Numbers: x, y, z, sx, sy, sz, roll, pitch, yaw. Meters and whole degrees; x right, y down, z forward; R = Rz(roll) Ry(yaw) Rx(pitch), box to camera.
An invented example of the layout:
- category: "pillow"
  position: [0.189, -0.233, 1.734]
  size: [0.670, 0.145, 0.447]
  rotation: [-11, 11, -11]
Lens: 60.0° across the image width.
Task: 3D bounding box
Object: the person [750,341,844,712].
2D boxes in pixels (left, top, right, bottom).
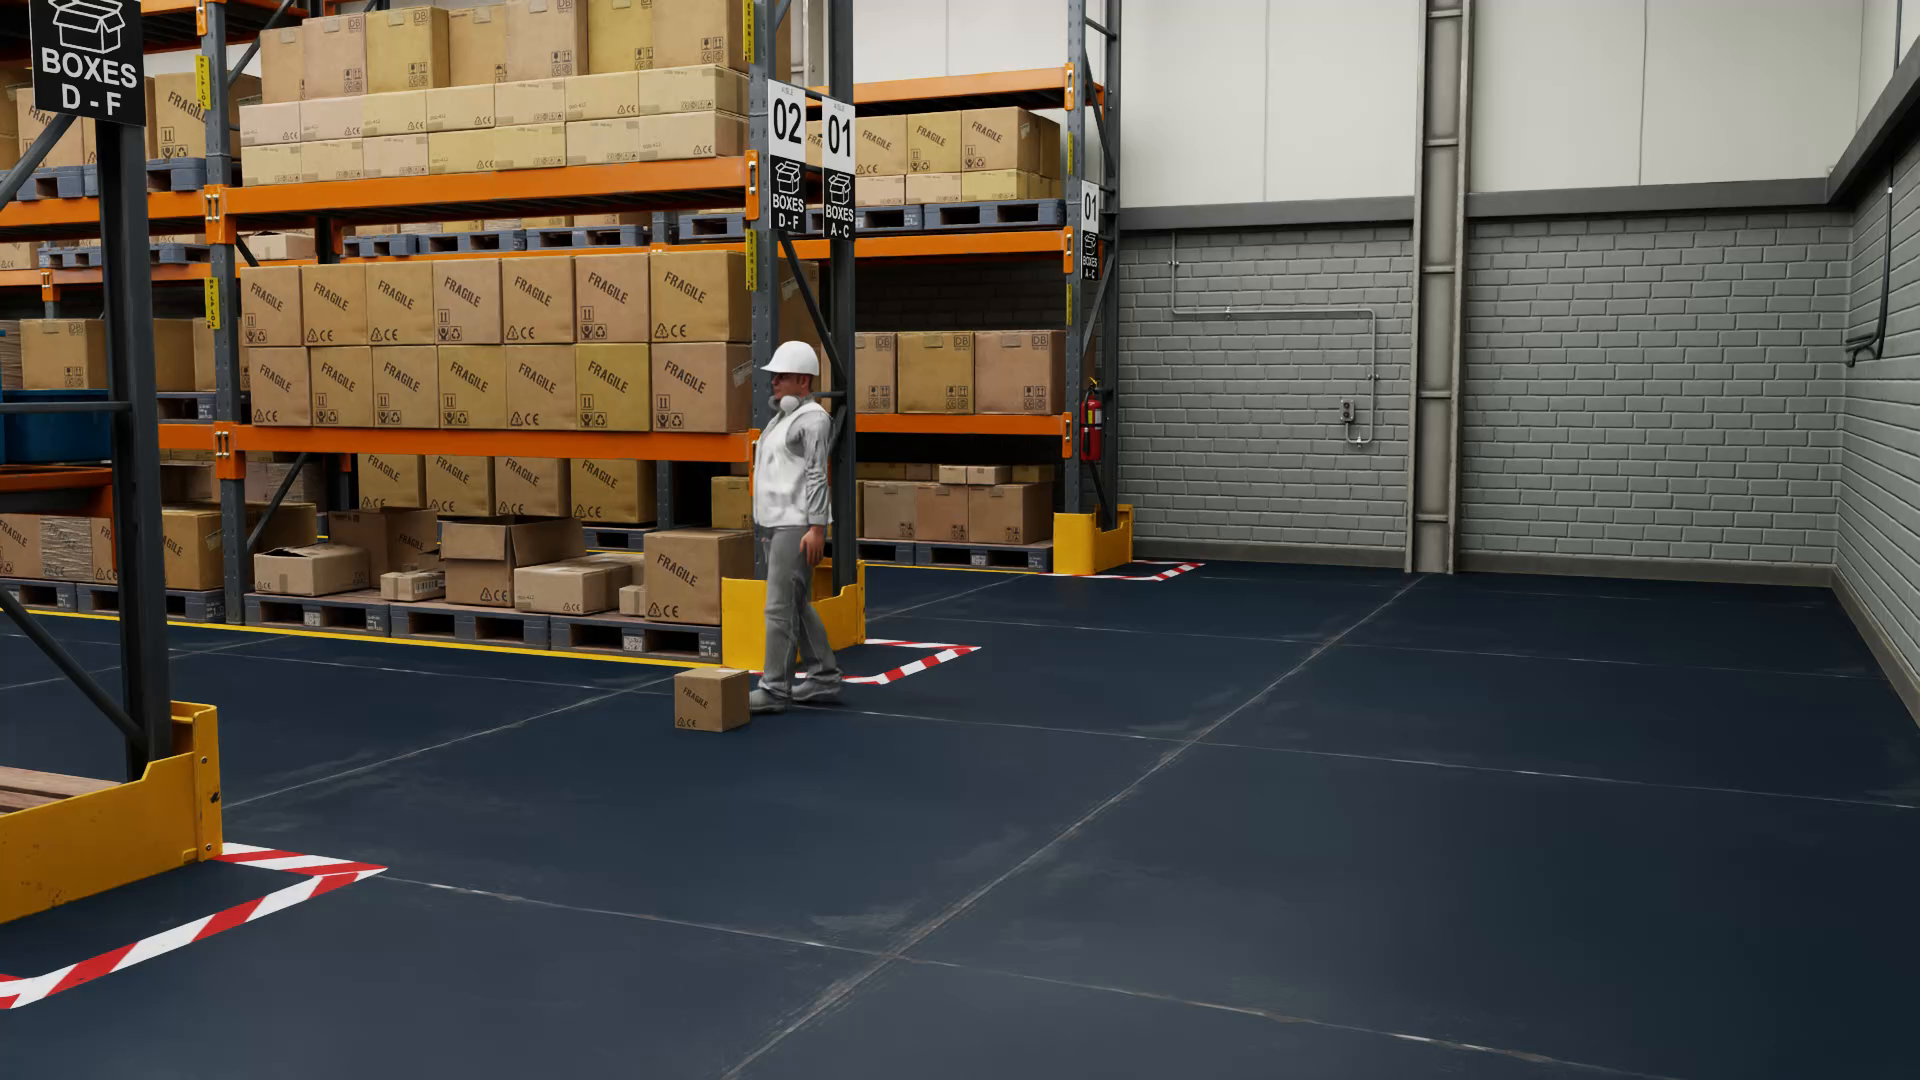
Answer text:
- category: "person"
  position: [-0.846, -0.064, 8.008]
  size: [0.620, 1.776, 0.564]
  rotation: [-2, 6, -23]
